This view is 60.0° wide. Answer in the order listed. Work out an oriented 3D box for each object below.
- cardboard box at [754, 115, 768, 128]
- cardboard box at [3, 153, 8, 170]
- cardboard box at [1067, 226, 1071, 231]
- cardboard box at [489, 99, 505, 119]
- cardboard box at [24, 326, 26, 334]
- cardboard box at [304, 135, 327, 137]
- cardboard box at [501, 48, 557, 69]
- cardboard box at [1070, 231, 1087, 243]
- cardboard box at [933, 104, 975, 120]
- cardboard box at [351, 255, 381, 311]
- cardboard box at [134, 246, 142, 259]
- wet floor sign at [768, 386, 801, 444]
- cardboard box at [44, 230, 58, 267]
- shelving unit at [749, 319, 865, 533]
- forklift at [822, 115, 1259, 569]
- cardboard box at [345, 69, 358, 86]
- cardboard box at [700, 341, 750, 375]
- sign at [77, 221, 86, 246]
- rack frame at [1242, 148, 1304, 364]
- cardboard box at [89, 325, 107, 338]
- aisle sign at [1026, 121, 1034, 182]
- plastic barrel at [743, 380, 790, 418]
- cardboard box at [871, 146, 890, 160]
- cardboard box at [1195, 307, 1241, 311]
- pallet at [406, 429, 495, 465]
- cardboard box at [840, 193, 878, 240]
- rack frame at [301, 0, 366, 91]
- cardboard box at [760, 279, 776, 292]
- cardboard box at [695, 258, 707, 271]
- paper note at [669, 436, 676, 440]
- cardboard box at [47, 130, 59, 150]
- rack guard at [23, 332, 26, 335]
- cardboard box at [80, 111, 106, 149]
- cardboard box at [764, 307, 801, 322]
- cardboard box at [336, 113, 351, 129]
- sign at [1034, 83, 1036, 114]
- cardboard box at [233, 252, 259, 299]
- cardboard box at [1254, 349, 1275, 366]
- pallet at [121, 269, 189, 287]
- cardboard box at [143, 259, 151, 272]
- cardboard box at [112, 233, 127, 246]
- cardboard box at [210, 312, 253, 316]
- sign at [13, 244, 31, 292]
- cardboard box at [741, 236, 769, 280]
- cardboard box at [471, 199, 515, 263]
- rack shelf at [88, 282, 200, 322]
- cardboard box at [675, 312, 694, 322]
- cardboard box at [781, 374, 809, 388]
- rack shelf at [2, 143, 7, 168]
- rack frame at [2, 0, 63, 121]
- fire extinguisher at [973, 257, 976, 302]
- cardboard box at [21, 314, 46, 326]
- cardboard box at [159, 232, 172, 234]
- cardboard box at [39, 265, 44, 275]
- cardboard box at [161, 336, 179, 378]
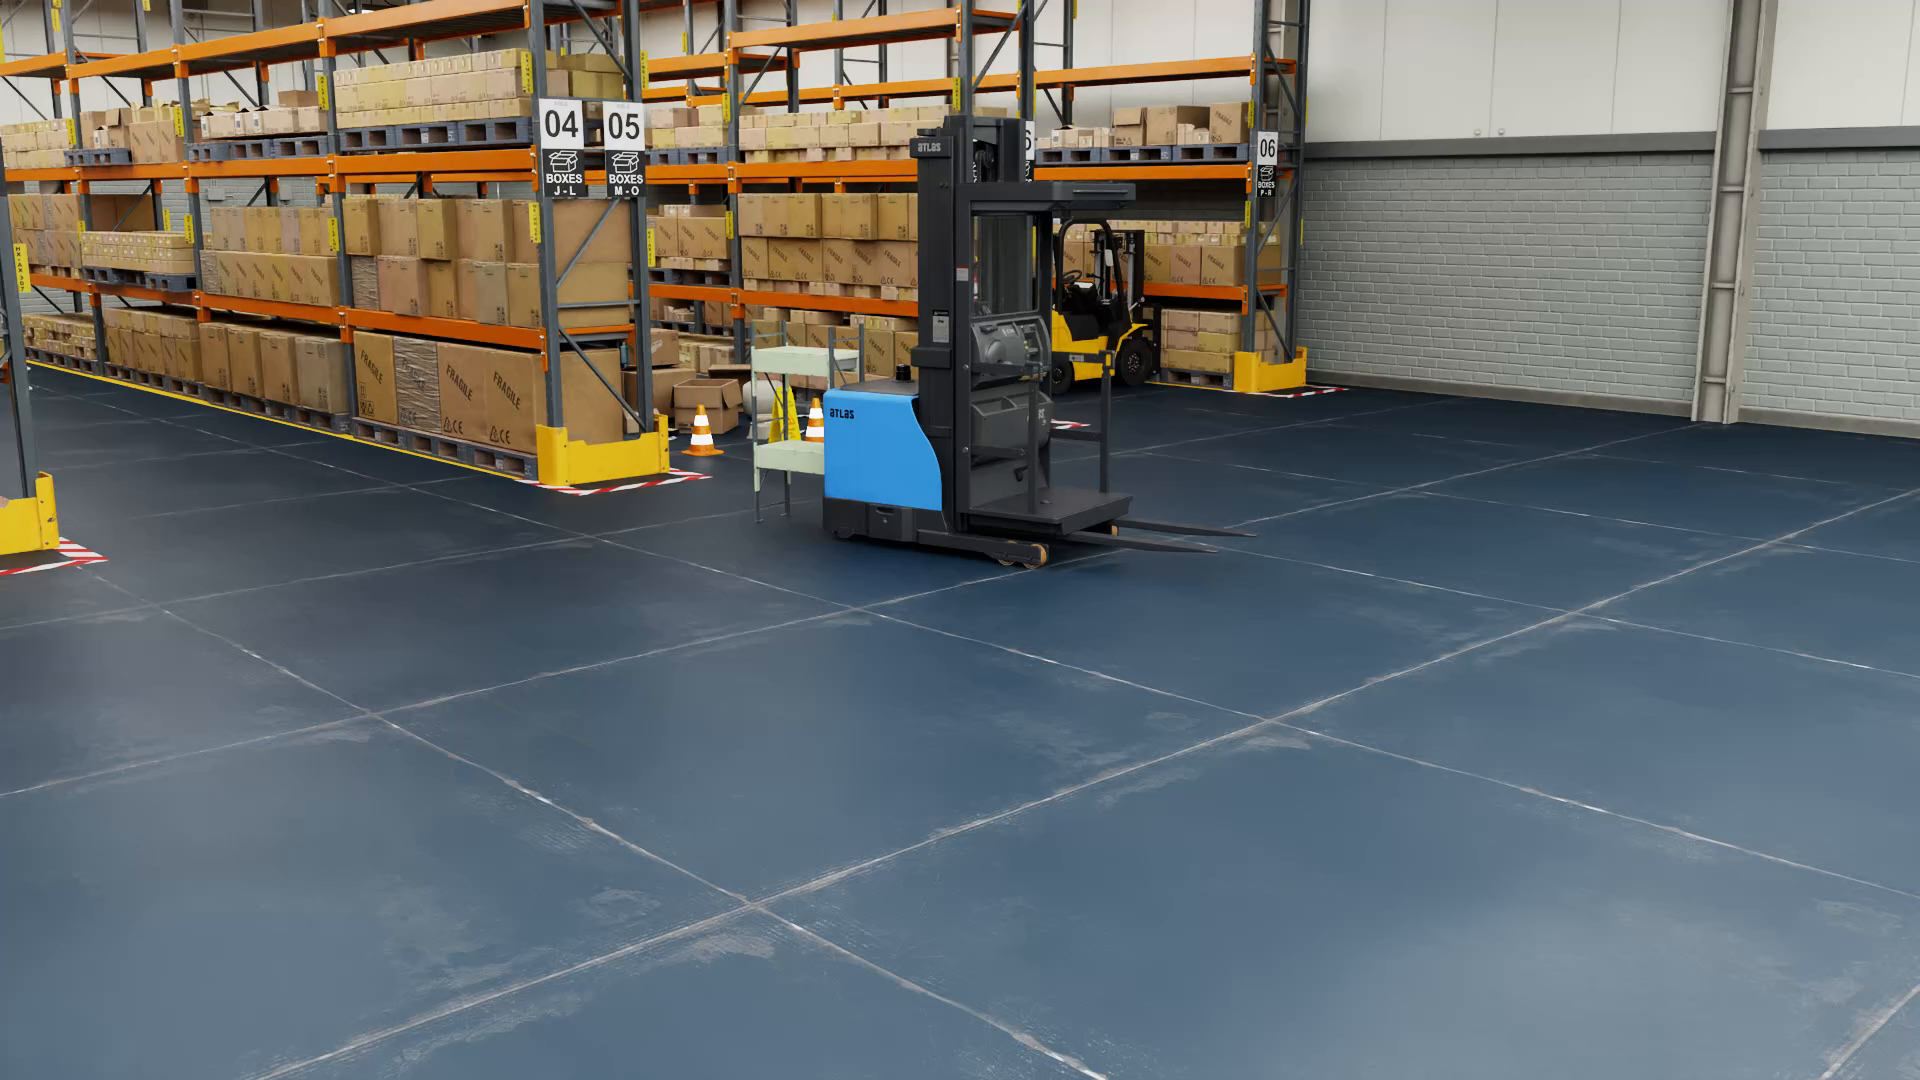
[{"bbox_3d":[-2.199,-4.927,19.607,0.380,0.149,0.250,-10,15,-41],"label":"cardboard box"},{"bbox_3d":[-14.054,-5.657,24.875,0.500,0.250,0.500,-10,15,-41],"label":"cardboard box"},{"bbox_3d":[1.640,-4.371,23.102,0.380,0.149,0.250,-11,16,-44],"label":"cardboard box"},{"bbox_3d":[-3.778,-3.667,14.175,0.380,0.149,0.250,-11,16,-42],"label":"cardboard box"},{"bbox_3d":[-14.003,-3.206,25.324,0.380,0.149,0.250,-10,15,-40],"label":"cardboard box"},{"bbox_3d":[-7.031,-4.572,18.280,0.396,0.266,0.258,-11,16,-43],"label":"cardboard box"},{"bbox_3d":[-3.607,-4.021,13.918,0.380,0.149,0.250,-11,16,-42],"label":"cardboard box"},{"bbox_3d":[1.733,-4.174,22.880,0.380,0.149,0.250,-10,16,-41],"label":"cardboard box"},{"bbox_3d":[-0.066,-4.477,17.421,0.380,0.149,0.250,-11,16,-42],"label":"cardboard box"},{"bbox_3d":[-5.628,-2.633,16.885,0.875,0.550,0.550,-11,16,-43],"label":"cardboard box"},{"bbox_3d":[-10.036,-3.582,20.710,0.380,0.149,0.250,-11,16,-43],"label":"cardboard box"},{"bbox_3d":[-1.677,-1.146,15.876,0.232,0.644,0.267,8,14,35],"label":"wet floor sign"},{"bbox_3d":[-12.655,-4.154,23.653,0.500,0.500,0.500,-11,16,-43],"label":"cardboard box"},{"bbox_3d":[-1.128,-0.861,12.374,0.755,1.500,0.431,8,14,33],"label":"shelving unit"},{"bbox_3d":[0.527,-1.366,11.277,3.031,2.935,1.130,8,14,32],"label":"forklift"},{"bbox_3d":[-5.709,-4.465,16.075,0.380,0.149,0.250,-11,16,-43],"label":"cardboard box"},{"bbox_3d":[-2.745,-2.311,21.165,0.950,0.372,0.625,-11,16,-42],"label":"cardboard box"},{"bbox_3d":[-11.804,-4.126,22.360,0.100,0.325,0.005,-11,16,-43],"label":"sign"},{"bbox_3d":[3.968,-3.424,21.099,1.000,3.000,0.127,-11,16,-43],"label":"rack frame"},{"bbox_3d":[-11.850,-2.895,23.081,0.380,0.149,0.250,-10,15,-41],"label":"cardboard box"},{"bbox_3d":[0.648,-4.040,17.643,0.394,0.787,0.004,-11,16,-43],"label":"aisle sign"},{"bbox_3d":[-2.140,-1.561,18.438,0.512,0.421,0.421,-1,12,-4],"label":"plastic barrel"},{"bbox_3d":[-0.755,-4.243,18.260,0.380,0.149,0.250,-11,16,-43],"label":"cardboard box"},{"bbox_3d":[3.426,-2.942,22.053,0.500,0.250,0.500,-11,16,-42],"label":"cardboard box"},{"bbox_3d":[-4.576,-0.946,15.978,1.003,0.211,1.213,-11,16,-43],"label":"pallet"},{"bbox_3d":[-0.900,-3.596,18.468,0.700,0.500,0.500,-11,16,-43],"label":"cardboard box"},{"bbox_3d":[-10.668,-8.006,28.468,1.000,3.000,0.127,-11,16,-43],"label":"rack frame"},{"bbox_3d":[-2.184,-3.073,20.014,0.380,0.149,0.250,-10,15,-41],"label":"cardboard box"},{"bbox_3d":[-3.106,-3.476,20.932,0.250,0.149,0.380,11,16,43],"label":"cardboard box"},{"bbox_3d":[-2.956,-1.032,16.849,0.144,0.017,0.142,-5,13,-23],"label":"paper note"},{"bbox_3d":[-12.270,-5.529,23.014,0.500,0.250,0.500,11,16,43],"label":"cardboard box"},{"bbox_3d":[-14.126,-3.127,25.852,1.175,0.500,0.348,-11,16,-43],"label":"rack guard"},{"bbox_3d":[-11.234,-5.432,22.122,0.700,0.500,0.500,-11,16,-42],"label":"cardboard box"},{"bbox_3d":[-2.126,-2.710,19.937,0.380,0.149,0.250,-11,16,-42],"label":"cardboard box"},{"bbox_3d":[-5.886,-4.112,16.335,0.380,0.149,0.250,-11,16,-43],"label":"cardboard box"},{"bbox_3d":[0.773,-4.705,17.715,0.100,0.325,0.005,-11,16,-43],"label":"sign"},{"bbox_3d":[-7.838,-2.994,18.760,0.500,0.500,0.500,-11,16,-43],"label":"cardboard box"},{"bbox_3d":[3.771,-2.382,21.814,0.500,0.250,0.500,-11,16,-42],"label":"cardboard box"},{"bbox_3d":[-10.051,-3.384,21.380,1.003,0.211,1.213,-11,16,-43],"label":"pallet"},{"bbox_3d":[-9.845,-3.397,20.546,0.380,0.149,0.250,-11,16,-43],"label":"cardboard box"},{"bbox_3d":[-10.583,-3.843,21.238,0.380,0.149,0.250,-10,15,-40],"label":"cardboard box"},{"bbox_3d":[-9.305,-2.752,21.132,0.500,0.250,0.500,-11,16,-43],"label":"cardboard box"},{"bbox_3d":[-6.394,-1.851,11.316,0.100,0.325,0.005,-11,16,-43],"label":"sign"},{"bbox_3d":[-2.279,-3.408,20.032,0.500,0.500,0.500,-11,16,-43],"label":"cardboard box"},{"bbox_3d":[-3.804,-2.757,14.812,0.875,0.550,0.550,-11,16,-43],"label":"cardboard box"},{"bbox_3d":[-10.035,-3.135,21.476,1.077,0.370,4.000,-11,16,-43],"label":"rack shelf"},{"bbox_3d":[-4.916,-4.025,30.041,0.250,0.149,0.380,11,16,43],"label":"cardboard box"},{"bbox_3d":[-1.792,-1.975,19.837,0.500,0.250,0.500,-10,15,-39],"label":"cardboard box"},{"bbox_3d":[-8.168,-2.760,12.223,1.077,0.370,4.000,-11,16,-43],"label":"rack shelf"},{"bbox_3d":[-14.179,-7.301,25.048,1.000,3.000,0.127,-11,16,-43],"label":"rack frame"},{"bbox_3d":[0.127,-2.613,17.354,0.296,0.674,0.183,-11,16,-43],"label":"fire extinguisher"},{"bbox_3d":[-14.063,-3.340,25.238,0.250,0.149,0.380,11,16,43],"label":"cardboard box"},{"bbox_3d":[-10.286,-3.970,21.854,0.250,0.149,0.380,11,16,43],"label":"cardboard box"},{"bbox_3d":[-13.242,-3.967,24.355,0.380,0.149,0.250,-11,16,-44],"label":"cardboard box"},{"bbox_3d":[-9.653,-2.312,20.856,0.500,0.500,0.500,-10,15,-40],"label":"cardboard box"}]
